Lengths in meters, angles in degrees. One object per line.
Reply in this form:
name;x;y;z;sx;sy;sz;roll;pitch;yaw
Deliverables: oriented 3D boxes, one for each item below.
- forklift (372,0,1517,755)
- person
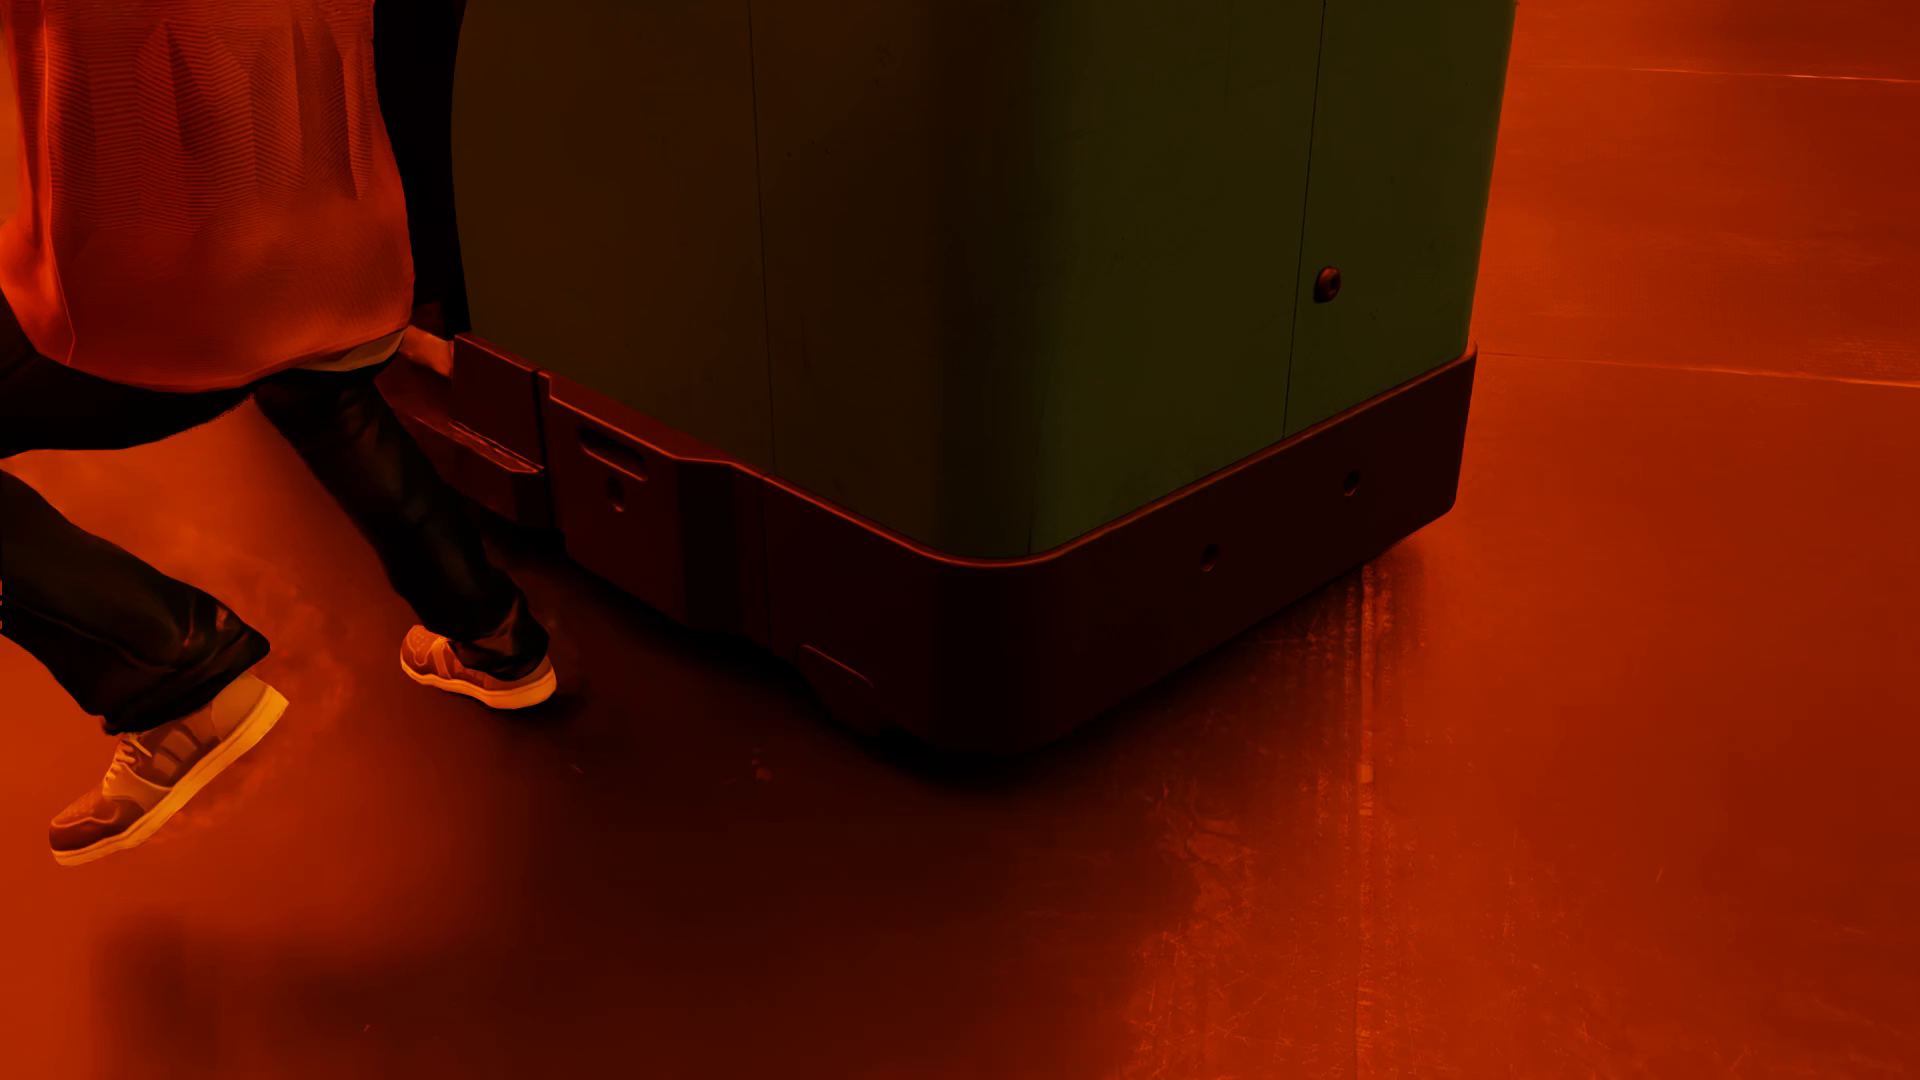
forklift;-0.659;-1.634;2.484;1.130;2.935;3.031;-24;35;-39
person;-0.812;-0.325;1.590;0.681;1.424;0.762;15;31;28
